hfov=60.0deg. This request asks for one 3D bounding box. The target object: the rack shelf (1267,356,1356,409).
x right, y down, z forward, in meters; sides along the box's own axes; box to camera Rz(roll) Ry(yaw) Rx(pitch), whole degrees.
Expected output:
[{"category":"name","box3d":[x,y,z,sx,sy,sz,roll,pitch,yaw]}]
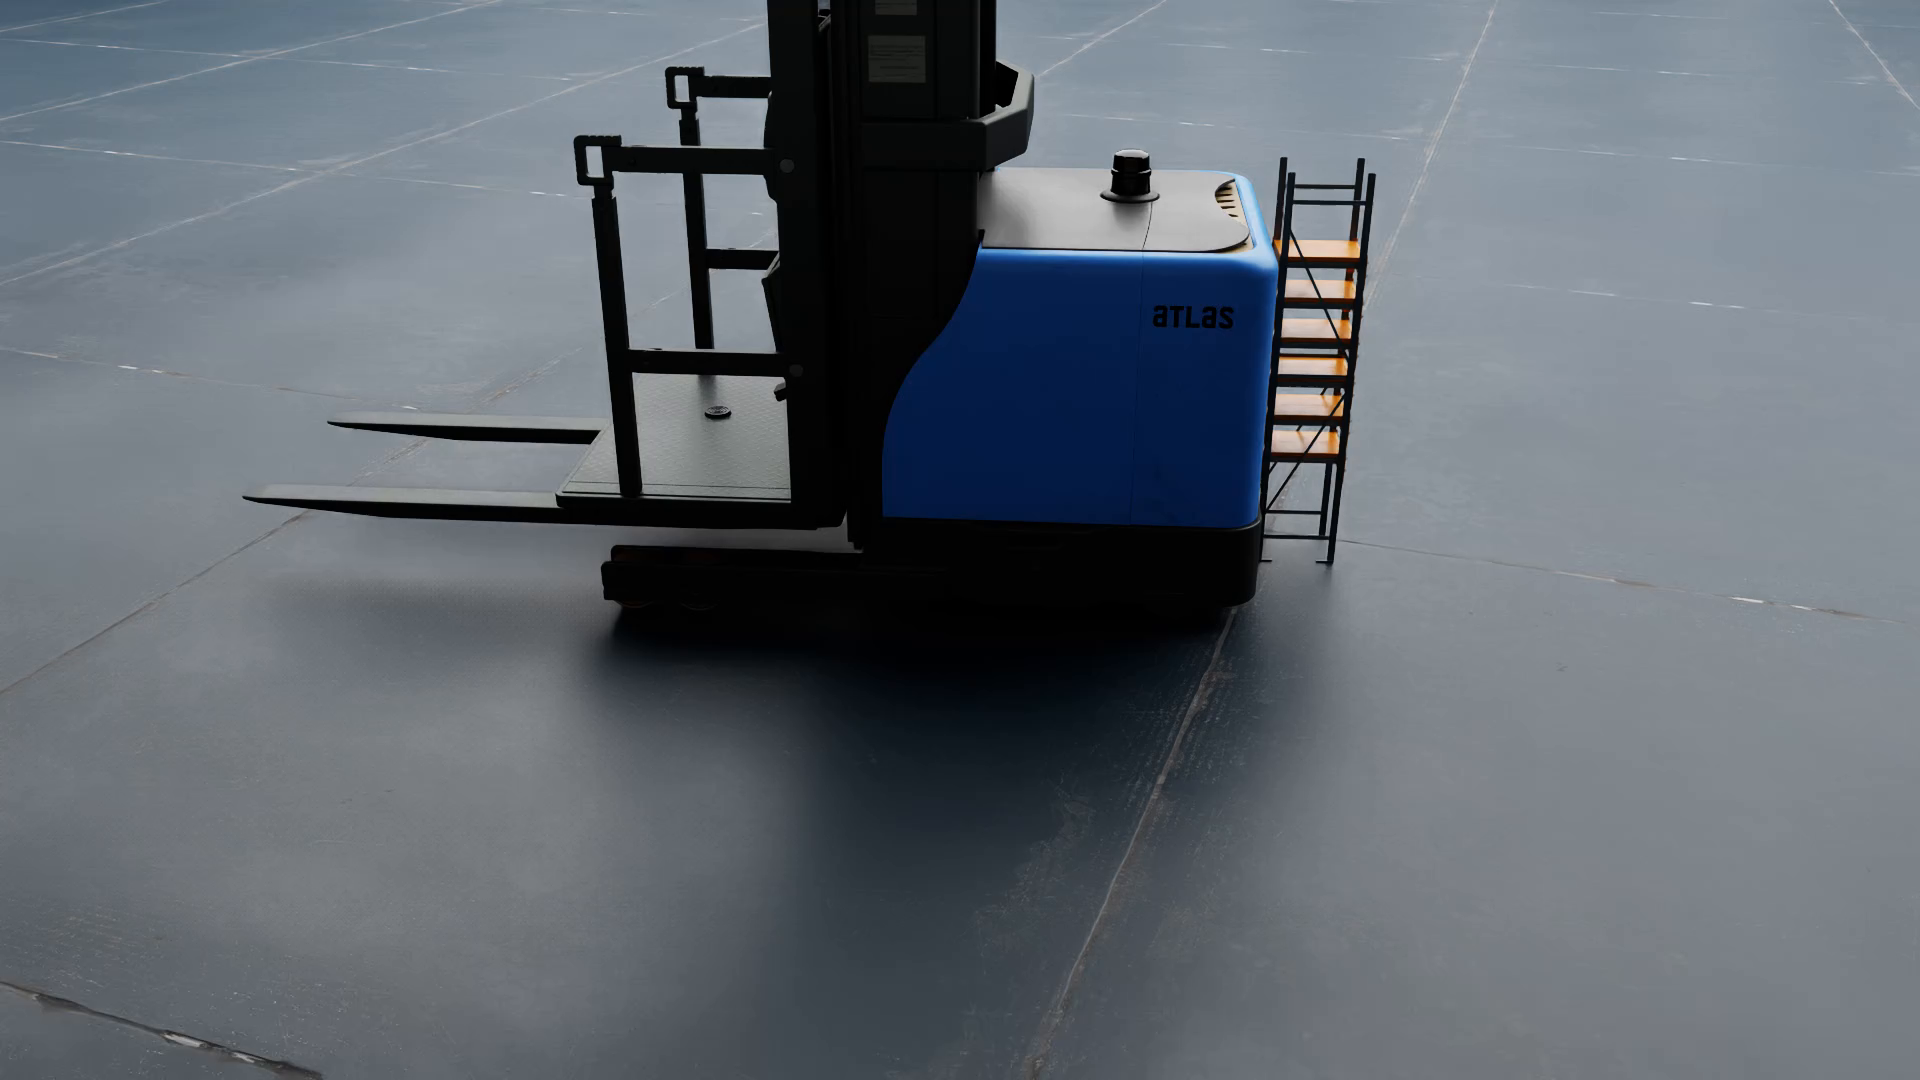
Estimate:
[{"category":"rack shelf","box3d":[1.032,-0.473,4.953,0.258,0.103,0.180,1,26,3]}]

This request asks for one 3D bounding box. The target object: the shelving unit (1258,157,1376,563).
[{"category":"shelving unit","box3d":[1.032,-0.513,4.933,0.258,1.200,0.189,1,26,3]}]

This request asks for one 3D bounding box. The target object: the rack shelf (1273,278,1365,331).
[{"category":"rack shelf","box3d":[1.032,-0.689,4.848,0.258,0.103,0.180,1,26,3]}]

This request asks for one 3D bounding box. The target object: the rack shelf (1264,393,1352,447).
[{"category":"rack shelf","box3d":[1.032,-0.365,5.005,0.258,0.103,0.180,1,26,3]}]

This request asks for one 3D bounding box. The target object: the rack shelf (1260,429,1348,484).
[{"category":"rack shelf","box3d":[1.032,-0.257,5.057,0.258,0.103,0.180,1,26,3]}]

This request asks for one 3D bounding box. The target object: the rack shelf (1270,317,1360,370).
[{"category":"rack shelf","box3d":[1.032,-0.581,4.900,0.258,0.103,0.180,1,26,3]}]

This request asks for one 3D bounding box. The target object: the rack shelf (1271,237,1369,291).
[{"category":"rack shelf","box3d":[1.032,-0.797,4.796,0.258,0.103,0.180,1,26,3]}]

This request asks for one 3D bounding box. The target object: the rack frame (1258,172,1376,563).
[{"category":"rack frame","box3d":[1.027,-0.473,4.851,0.240,1.200,0.006,1,26,3]}]

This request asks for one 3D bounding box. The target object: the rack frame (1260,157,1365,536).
[{"category":"rack frame","box3d":[1.037,-0.553,5.016,0.240,1.200,0.006,1,26,3]}]

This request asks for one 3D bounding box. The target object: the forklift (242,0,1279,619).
[{"category":"forklift","box3d":[-0.629,-1.341,4.656,3.031,2.935,1.130,2,26,4]}]
